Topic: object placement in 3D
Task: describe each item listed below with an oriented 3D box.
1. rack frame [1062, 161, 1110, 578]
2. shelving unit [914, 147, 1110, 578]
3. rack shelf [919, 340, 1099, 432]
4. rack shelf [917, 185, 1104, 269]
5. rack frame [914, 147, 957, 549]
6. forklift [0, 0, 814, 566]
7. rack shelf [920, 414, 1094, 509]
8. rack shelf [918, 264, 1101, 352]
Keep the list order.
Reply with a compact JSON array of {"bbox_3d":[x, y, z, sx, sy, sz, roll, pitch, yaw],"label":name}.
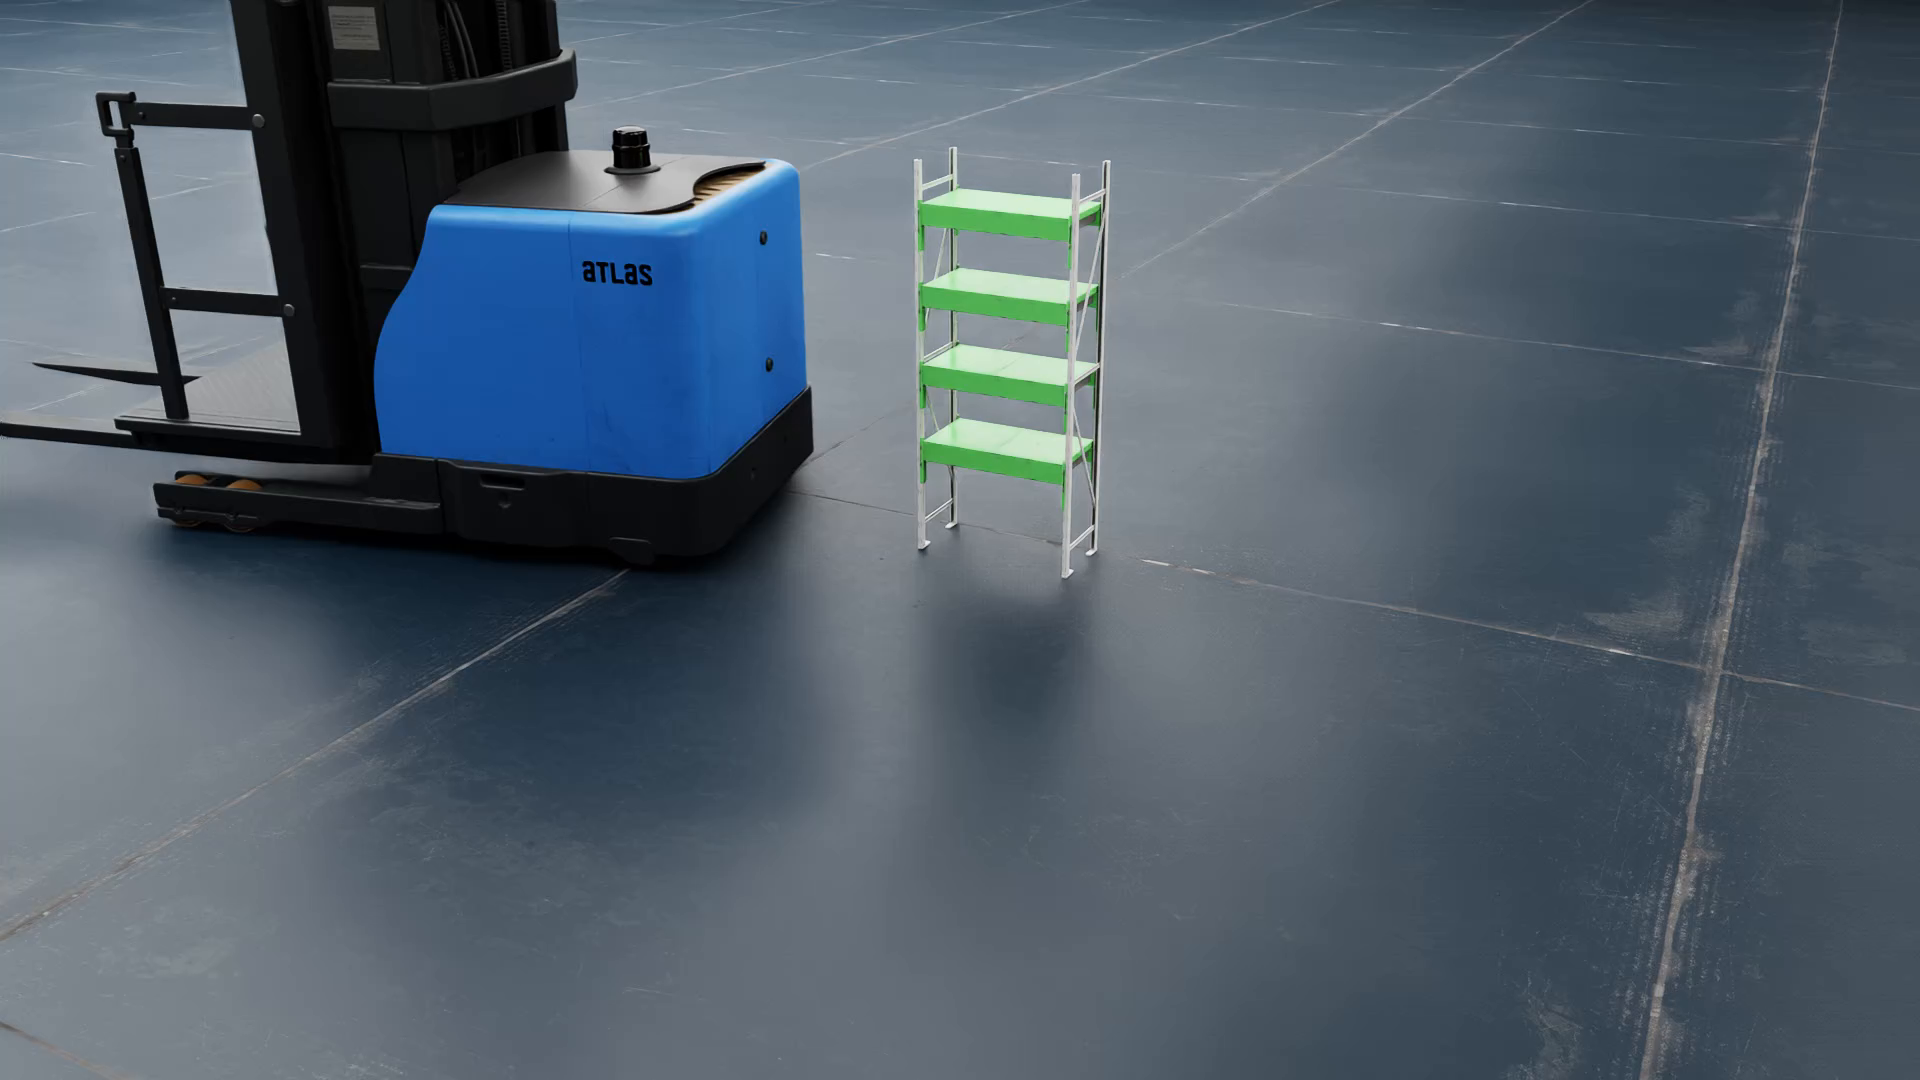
[{"bbox_3d":[0.365,-0.480,4.845,0.015,1.200,0.240,11,25,25],"label":"rack frame"},{"bbox_3d":[0.148,-0.523,4.946,0.503,1.200,0.258,11,25,25],"label":"shelving unit"},{"bbox_3d":[0.148,-0.464,4.971,0.480,0.148,0.258,11,25,25],"label":"rack shelf"},{"bbox_3d":[0.148,-0.906,4.784,0.480,0.148,0.258,11,25,25],"label":"rack shelf"},{"bbox_3d":[-0.070,-0.566,5.048,0.015,1.200,0.240,11,25,25],"label":"rack frame"},{"bbox_3d":[-2.084,-1.564,5.183,3.031,2.935,1.130,5,24,13],"label":"forklift"},{"bbox_3d":[0.148,-0.243,5.065,0.480,0.148,0.258,11,25,25],"label":"rack shelf"},{"bbox_3d":[0.148,-0.685,4.878,0.480,0.148,0.258,11,25,25],"label":"rack shelf"}]
